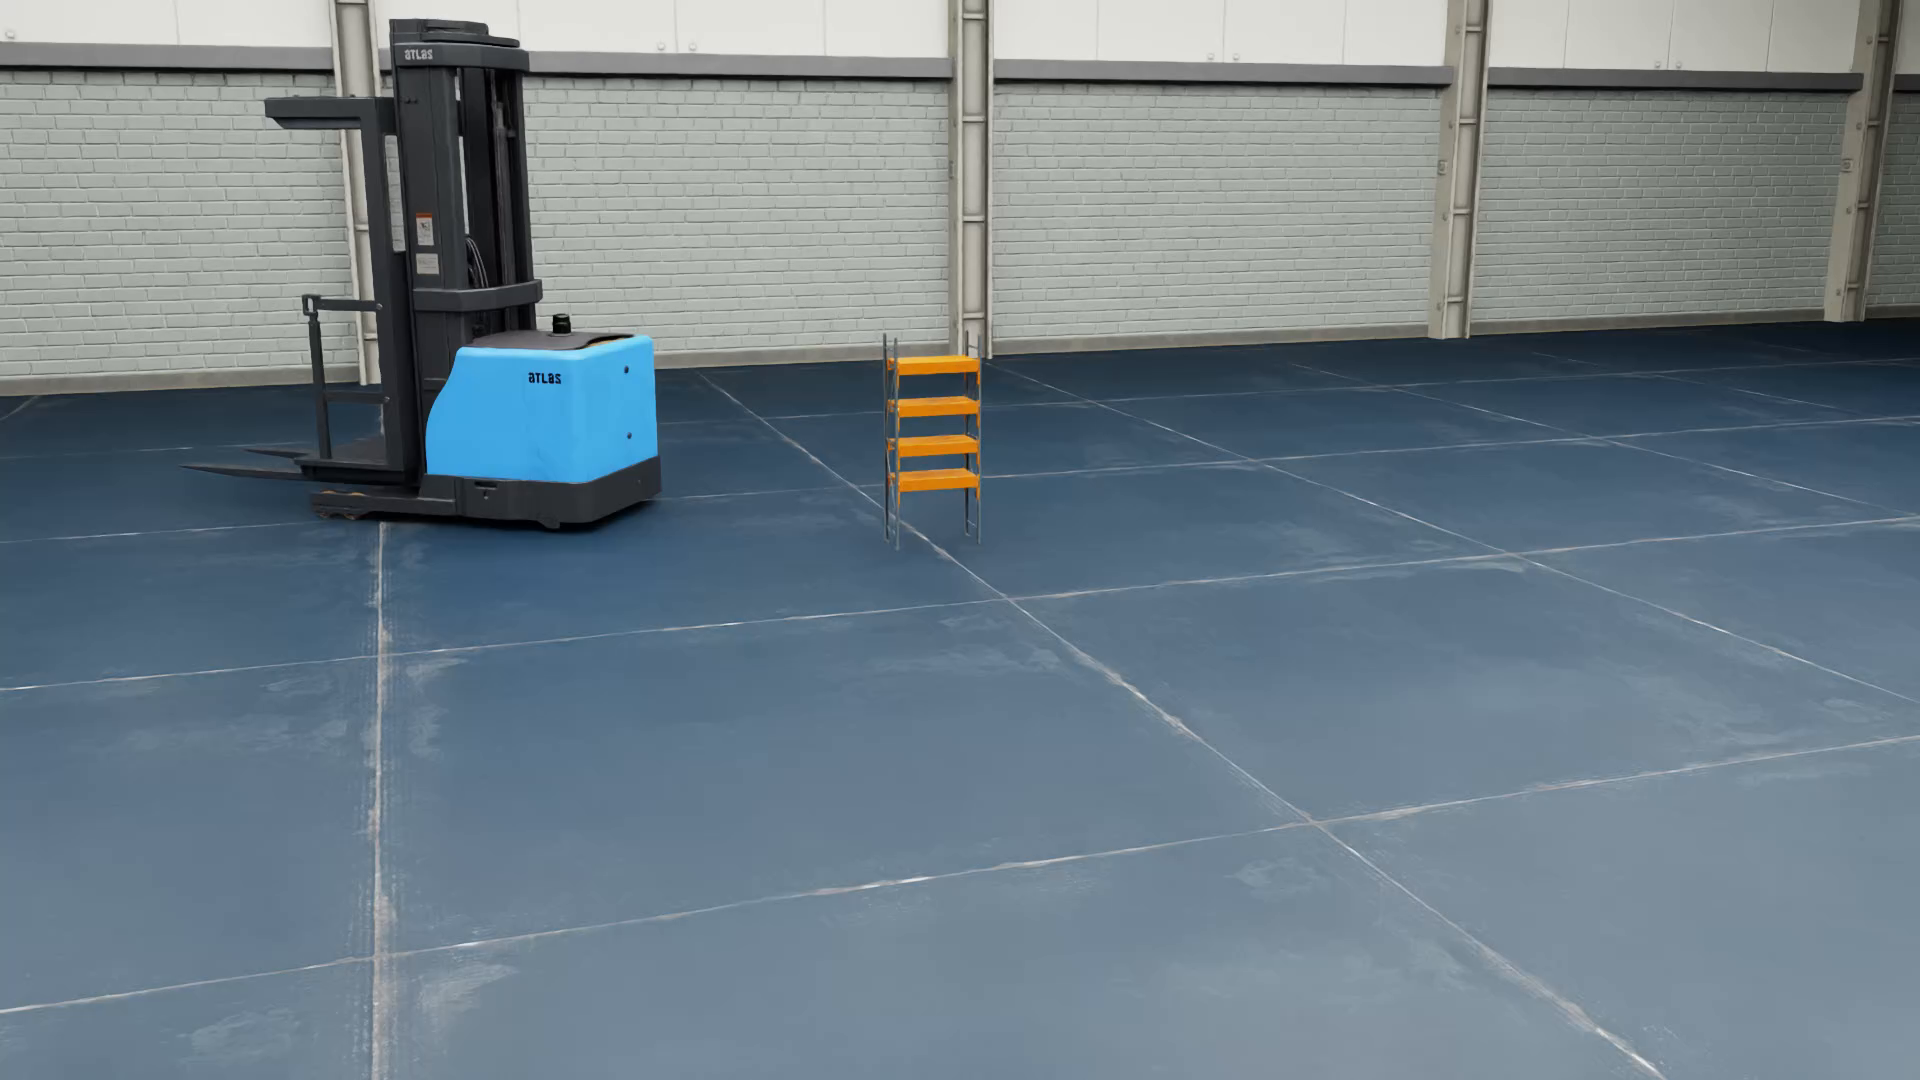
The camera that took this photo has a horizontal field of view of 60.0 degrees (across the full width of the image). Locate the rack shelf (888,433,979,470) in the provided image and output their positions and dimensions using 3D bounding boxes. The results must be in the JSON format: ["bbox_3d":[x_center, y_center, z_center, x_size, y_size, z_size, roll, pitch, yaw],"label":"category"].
[{"bbox_3d":[-0.157,-0.506,9.468,0.480,0.148,0.258,-4,14,-18],"label":"rack shelf"}]

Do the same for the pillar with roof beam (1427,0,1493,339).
[{"bbox_3d":[7.172,-5.843,14.759,0.400,9.000,9.100,-4,14,-18],"label":"pillar with roof beam"}]

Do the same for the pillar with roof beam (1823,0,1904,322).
[{"bbox_3d":[12.859,-6.285,16.621,0.400,9.000,9.100,-4,14,-18],"label":"pillar with roof beam"}]

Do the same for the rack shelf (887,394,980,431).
[{"bbox_3d":[-0.157,-0.724,9.416,0.480,0.148,0.258,-4,14,-18],"label":"rack shelf"}]

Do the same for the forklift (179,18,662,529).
[{"bbox_3d":[-3.482,-1.663,10.302,3.031,2.935,1.130,4,14,16],"label":"forklift"}]

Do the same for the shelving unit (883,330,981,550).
[{"bbox_3d":[-0.157,-0.571,9.453,0.503,1.200,0.258,-4,14,-18],"label":"shelving unit"}]

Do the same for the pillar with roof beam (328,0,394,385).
[{"bbox_3d":[-4.201,-4.957,11.036,0.400,9.000,9.100,-4,14,-18],"label":"pillar with roof beam"}]

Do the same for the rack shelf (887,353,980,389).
[{"bbox_3d":[-0.157,-0.954,9.362,0.480,0.148,0.258,-4,14,-18],"label":"rack shelf"}]

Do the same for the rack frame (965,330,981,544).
[{"bbox_3d":[0.074,-0.590,9.528,0.015,1.200,0.240,-4,14,-18],"label":"rack frame"}]

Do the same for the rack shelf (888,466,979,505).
[{"bbox_3d":[-0.157,-0.313,9.514,0.480,0.148,0.258,-4,14,-18],"label":"rack shelf"}]

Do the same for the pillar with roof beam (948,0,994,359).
[{"bbox_3d":[1.485,-5.400,12.898,0.400,9.000,9.100,-4,14,-18],"label":"pillar with roof beam"}]

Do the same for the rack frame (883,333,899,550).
[{"bbox_3d":[-0.388,-0.553,9.377,0.015,1.200,0.240,-4,14,-18],"label":"rack frame"}]
